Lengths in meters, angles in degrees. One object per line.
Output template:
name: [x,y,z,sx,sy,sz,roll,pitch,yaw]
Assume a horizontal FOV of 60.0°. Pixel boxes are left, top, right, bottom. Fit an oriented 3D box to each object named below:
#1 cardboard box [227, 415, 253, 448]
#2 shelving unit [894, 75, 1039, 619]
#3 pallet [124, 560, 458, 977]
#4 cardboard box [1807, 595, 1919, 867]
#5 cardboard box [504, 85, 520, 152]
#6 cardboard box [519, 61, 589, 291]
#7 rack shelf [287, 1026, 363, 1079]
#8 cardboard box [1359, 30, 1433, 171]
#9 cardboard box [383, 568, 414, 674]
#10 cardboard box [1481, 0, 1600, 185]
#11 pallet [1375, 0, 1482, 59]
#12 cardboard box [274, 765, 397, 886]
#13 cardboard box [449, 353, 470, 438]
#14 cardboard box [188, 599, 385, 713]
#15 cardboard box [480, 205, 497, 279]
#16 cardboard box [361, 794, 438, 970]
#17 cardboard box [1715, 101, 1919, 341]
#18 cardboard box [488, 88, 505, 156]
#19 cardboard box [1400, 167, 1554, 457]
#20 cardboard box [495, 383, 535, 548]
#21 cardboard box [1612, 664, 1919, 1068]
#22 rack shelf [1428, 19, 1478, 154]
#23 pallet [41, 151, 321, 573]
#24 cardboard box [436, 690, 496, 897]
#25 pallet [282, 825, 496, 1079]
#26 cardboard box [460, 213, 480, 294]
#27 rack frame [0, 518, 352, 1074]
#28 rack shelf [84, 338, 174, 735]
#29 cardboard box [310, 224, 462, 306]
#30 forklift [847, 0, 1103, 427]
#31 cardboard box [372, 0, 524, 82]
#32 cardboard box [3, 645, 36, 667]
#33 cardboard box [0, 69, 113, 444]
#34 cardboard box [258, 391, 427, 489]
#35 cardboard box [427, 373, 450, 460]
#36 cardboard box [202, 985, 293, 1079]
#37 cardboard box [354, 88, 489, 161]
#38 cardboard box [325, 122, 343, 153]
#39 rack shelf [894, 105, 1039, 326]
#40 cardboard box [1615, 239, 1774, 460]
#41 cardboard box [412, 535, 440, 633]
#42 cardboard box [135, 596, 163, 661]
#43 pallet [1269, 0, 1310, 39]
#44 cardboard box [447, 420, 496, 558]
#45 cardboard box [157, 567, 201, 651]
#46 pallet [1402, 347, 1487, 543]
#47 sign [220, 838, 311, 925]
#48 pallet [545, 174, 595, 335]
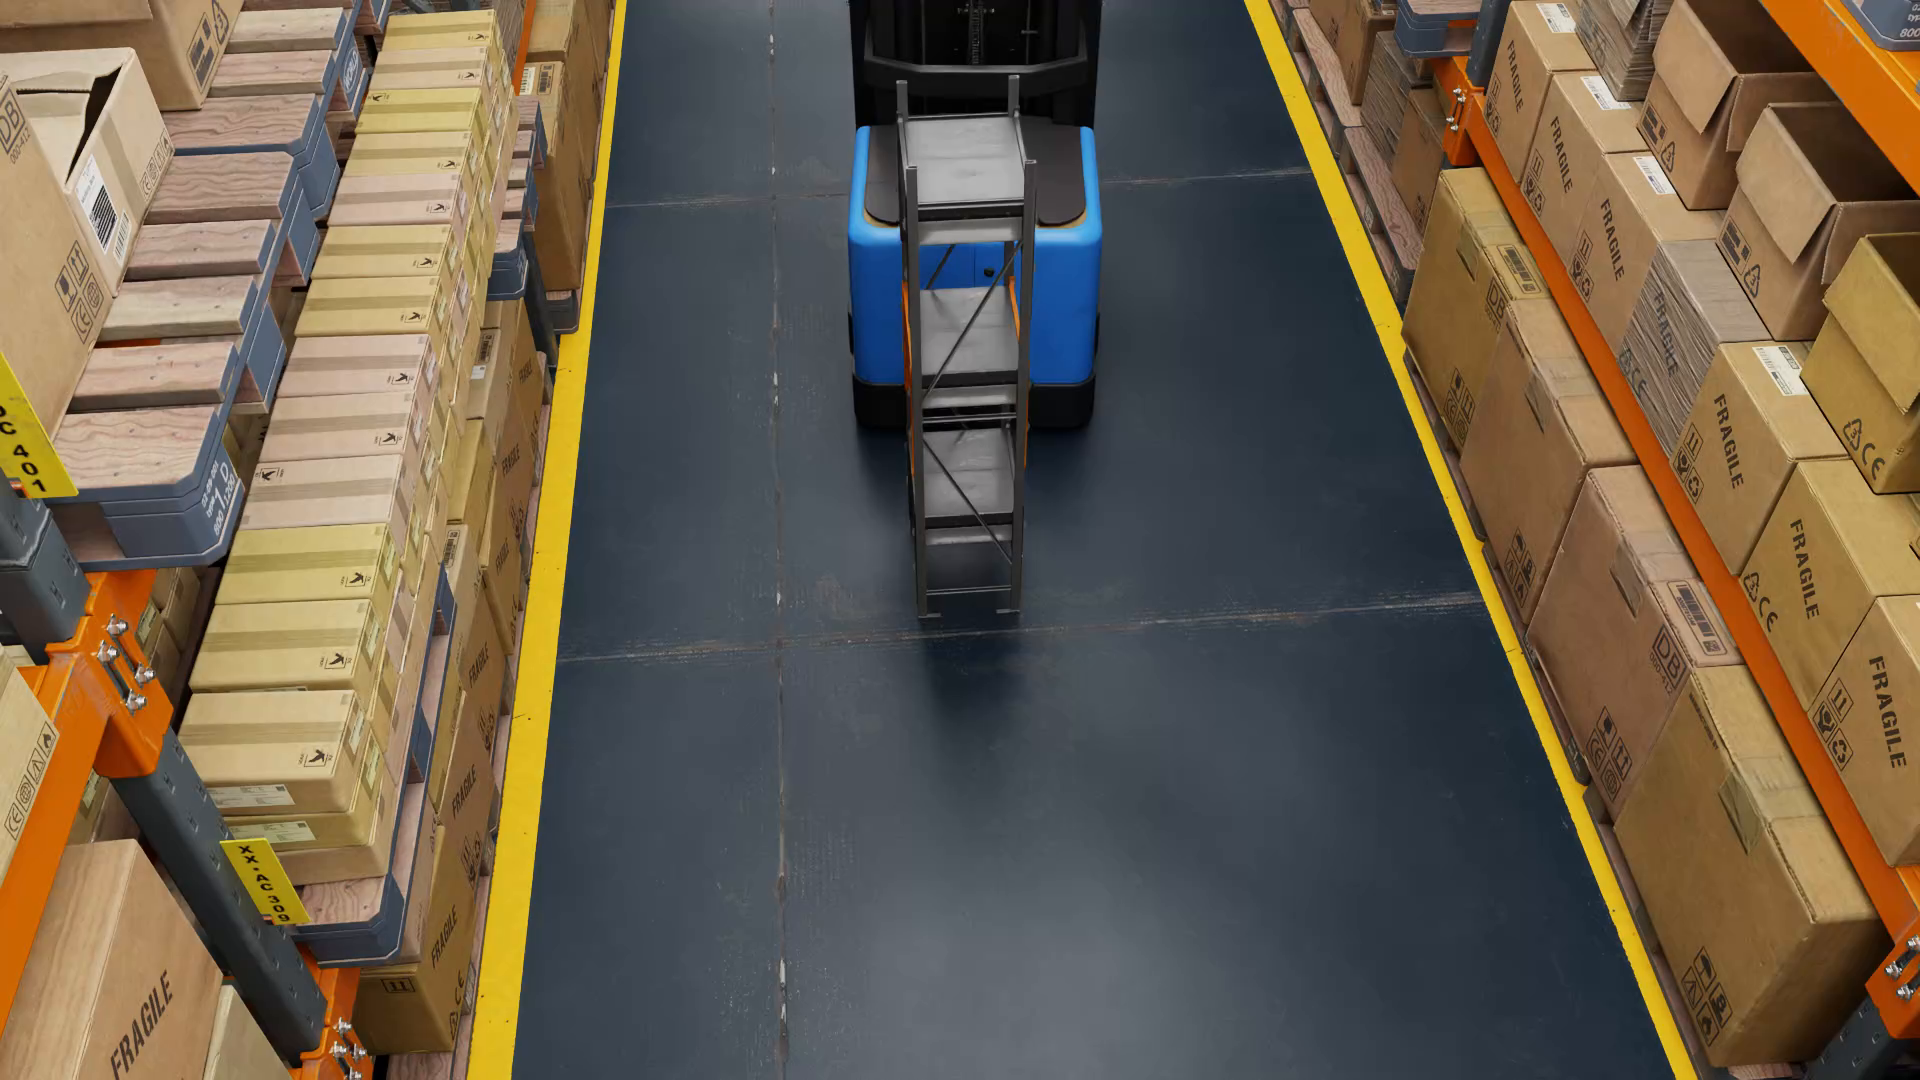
cardboard box: [-2.382,-0.403,5.086,0.380,0.149,0.250,-5,47,-5]
shelving unit: [0.014,-0.602,6.011,0.431,2.100,0.503,-3,47,-3]
pallet: [-1.936,0.570,4.413,1.003,0.211,1.213,-3,47,-3]
cardboard box: [2.623,0.481,4.296,0.500,0.500,0.500,-3,47,-3]
cardboard box: [-1.852,-1.558,6.179,0.380,0.149,0.250,-3,47,-3]
cardboard box: [-2.313,-1.645,7.639,1.050,0.750,0.750,-4,47,-4]
rack shelf: [-1.849,2.760,2.702,1.077,0.370,4.000,-3,47,-3]
cardboard box: [2.464,-2.233,8.354,0.700,0.500,0.500,-7,47,-7]
cardboard box: [-1.637,0.218,4.293,0.380,0.149,0.250,-2,47,-2]
cardboard box: [2.369,-1.723,6.384,0.500,0.500,0.500,-2,47,-2]
pallet: [2.434,-2.500,7.320,1.213,0.211,1.003,-3,47,-3]
cardboard box: [-1.591,0.695,4.047,0.380,0.149,0.250,-6,47,-5]
cardboard box: [-1.724,-0.432,5.114,0.380,0.149,0.250,-5,47,-5]
cardboard box: [-1.621,0.289,4.021,0.380,0.149,0.250,-2,47,-2]
cardboard box: [-1.794,-1.011,5.662,0.380,0.149,0.250,-4,47,-4]
cardboard box: [-1.815,0.972,4.816,0.500,0.250,0.500,-5,47,-5]
cardboard box: [2.759,-0.950,4.960,0.797,0.503,0.637,-2,47,-2]
cardboard box: [-1.832,-1.466,5.888,0.380,0.149,0.250,-2,47,-2]
cardboard box: [2.637,-0.970,6.913,1.225,0.875,0.875,-5,47,-5]
cardboard box: [-1.996,-0.277,6.516,0.500,0.500,0.500,-2,47,-2]
cardboard box: [2.861,0.962,5.084,1.225,0.875,0.875,-3,47,-3]
rack shelf: [2.432,-3.257,8.400,1.077,0.370,4.000,-3,47,-3]
pallet: [-1.962,-0.354,3.220,1.213,0.211,1.003,-3,47,-3]
cardboard box: [-1.860,0.847,5.451,0.500,0.500,0.500,-2,47,-1]
pallet: [-2.083,1.461,5.357,1.003,0.211,1.213,-3,47,-3]
cardboard box: [-1.769,-0.915,5.366,0.380,0.149,0.250,-4,47,-4]
rack frame: [-2.016,1.066,3.811,1.000,3.000,0.127,-3,47,-3]
rack shelf: [-2.184,-1.166,4.354,1.077,0.370,4.000,-3,47,-3]
cardboard box: [-1.747,-0.829,5.079,0.380,0.149,0.250,-1,47,-1]
forklift: [0.068,-2.551,7.283,1.130,2.935,3.031,0,47,0]
cardboard box: [-2.120,-2.204,6.839,0.500,0.500,0.500,-3,47,-3]
cardboard box: [-2.268,0.330,3.982,0.380,0.149,0.250,-5,47,-4]
cardboard box: [-1.939,-0.426,2.800,0.700,0.500,0.500,-3,47,-3]
cardboard box: [-1.680,-0.263,4.544,0.380,0.149,0.250,-4,47,-4]
cardboard box: [-1.706,-0.357,4.837,0.380,0.149,0.250,-4,47,-4]
cardboard box: [-1.694,1.262,3.352,0.500,0.500,0.500,-3,47,-3]
cardboard box: [-1.813,-1.393,5.614,0.380,0.149,0.250,-2,47,-2]
cardboard box: [-2.515,-1.551,6.173,0.380,0.149,0.250,-4,47,-4]
rack shelf: [0.014,-1.074,5.512,0.431,0.518,0.480,-3,47,-3]
cardboard box: [2.501,-0.618,5.337,0.500,0.500,0.500,-3,47,-3]
cardboard box: [-1.657,0.131,4.580,0.380,0.149,0.250,-3,47,-3]
cardboard box: [-2.288,0.259,4.254,0.380,0.149,0.250,-2,47,-2]
pallet: [2.331,-3.429,9.988,1.003,0.211,1.213,-3,47,-3]
cardboard box: [-1.953,-0.159,5.887,0.500,0.250,0.500,-2,47,-2]
cardboard box: [-2.309,0.182,4.532,0.380,0.149,0.250,-6,47,-5]
pallet: [2.591,-0.523,7.236,1.003,0.211,1.213,-3,47,-3]
sign: [-1.476,0.729,3.534,0.100,0.325,0.005,-3,47,-3]
pallet: [-2.342,-1.445,8.109,1.003,0.211,1.213,-3,47,-3]
